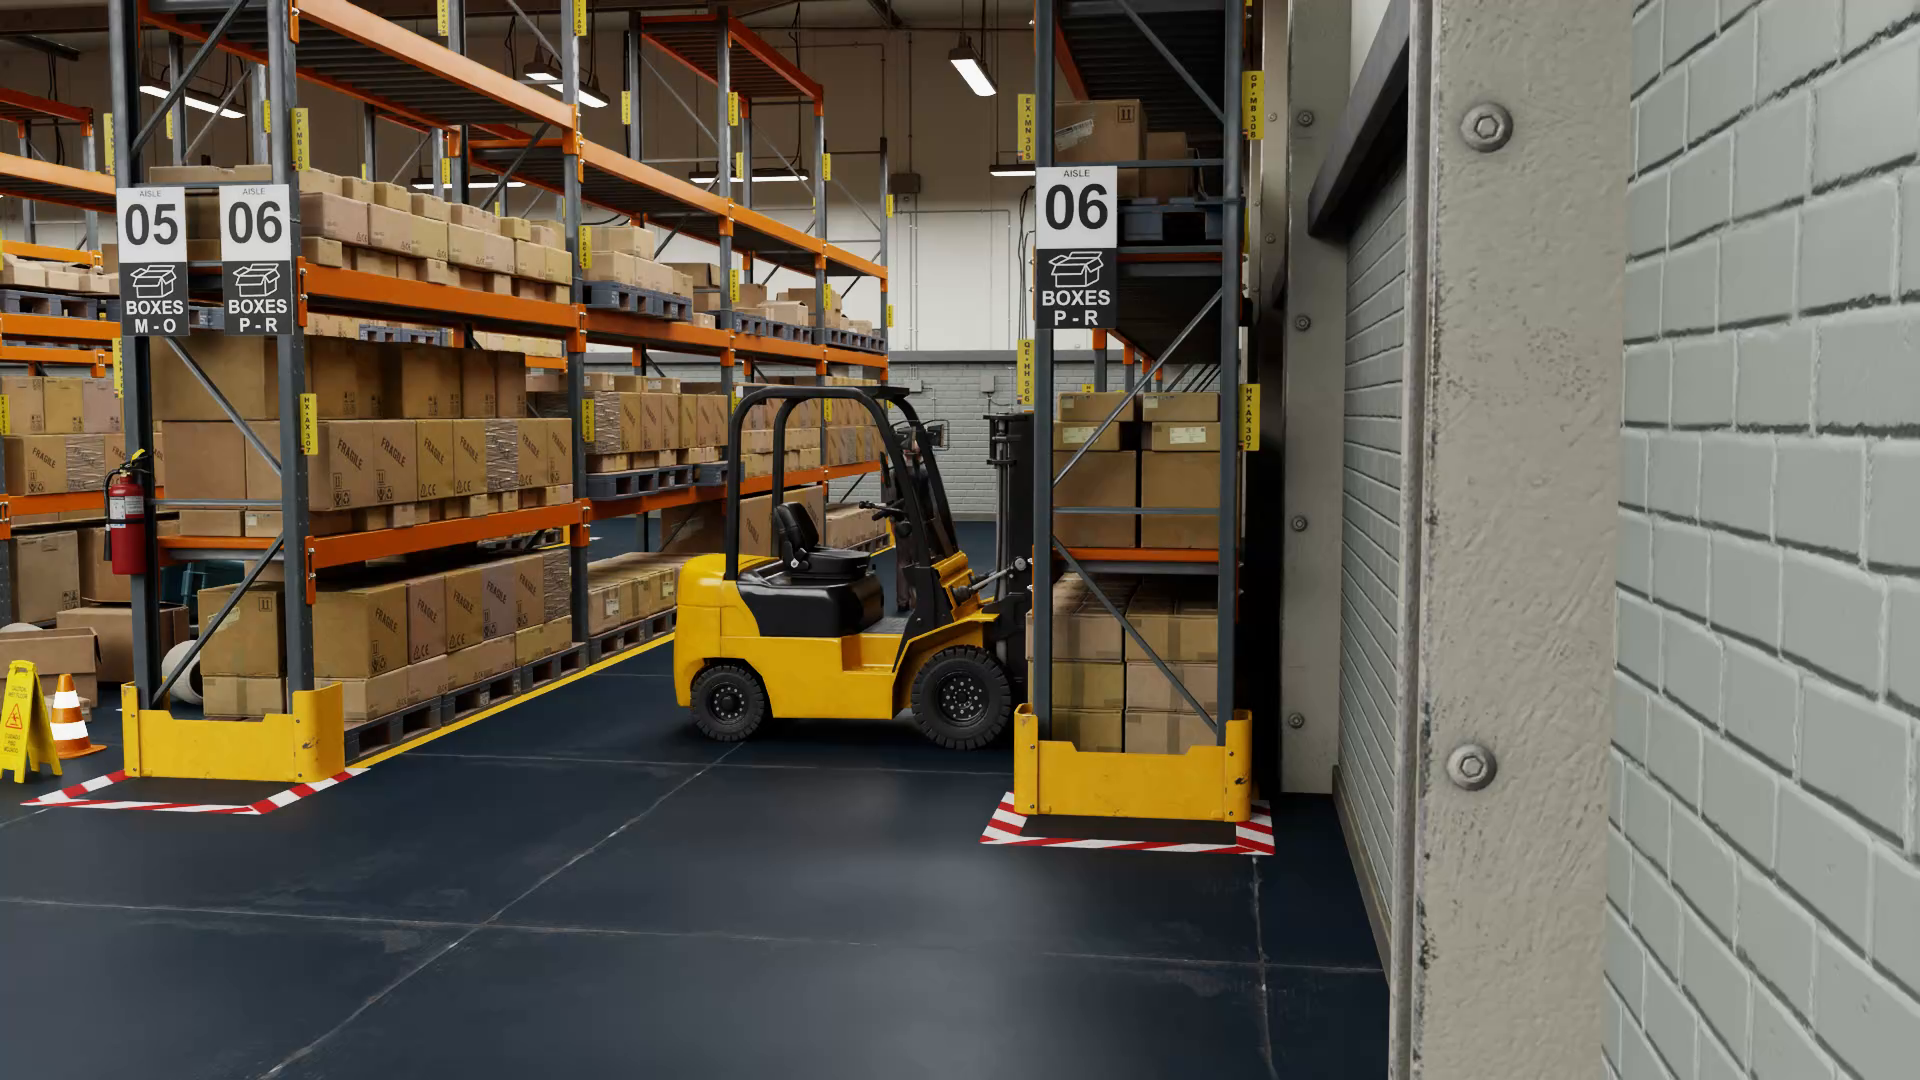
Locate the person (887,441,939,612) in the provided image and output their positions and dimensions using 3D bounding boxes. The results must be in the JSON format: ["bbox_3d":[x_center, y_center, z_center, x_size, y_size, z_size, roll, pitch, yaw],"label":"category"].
[{"bbox_3d":[-0.464,-0.138,16.637,0.533,1.715,0.359,1,4,10],"label":"person"}]
